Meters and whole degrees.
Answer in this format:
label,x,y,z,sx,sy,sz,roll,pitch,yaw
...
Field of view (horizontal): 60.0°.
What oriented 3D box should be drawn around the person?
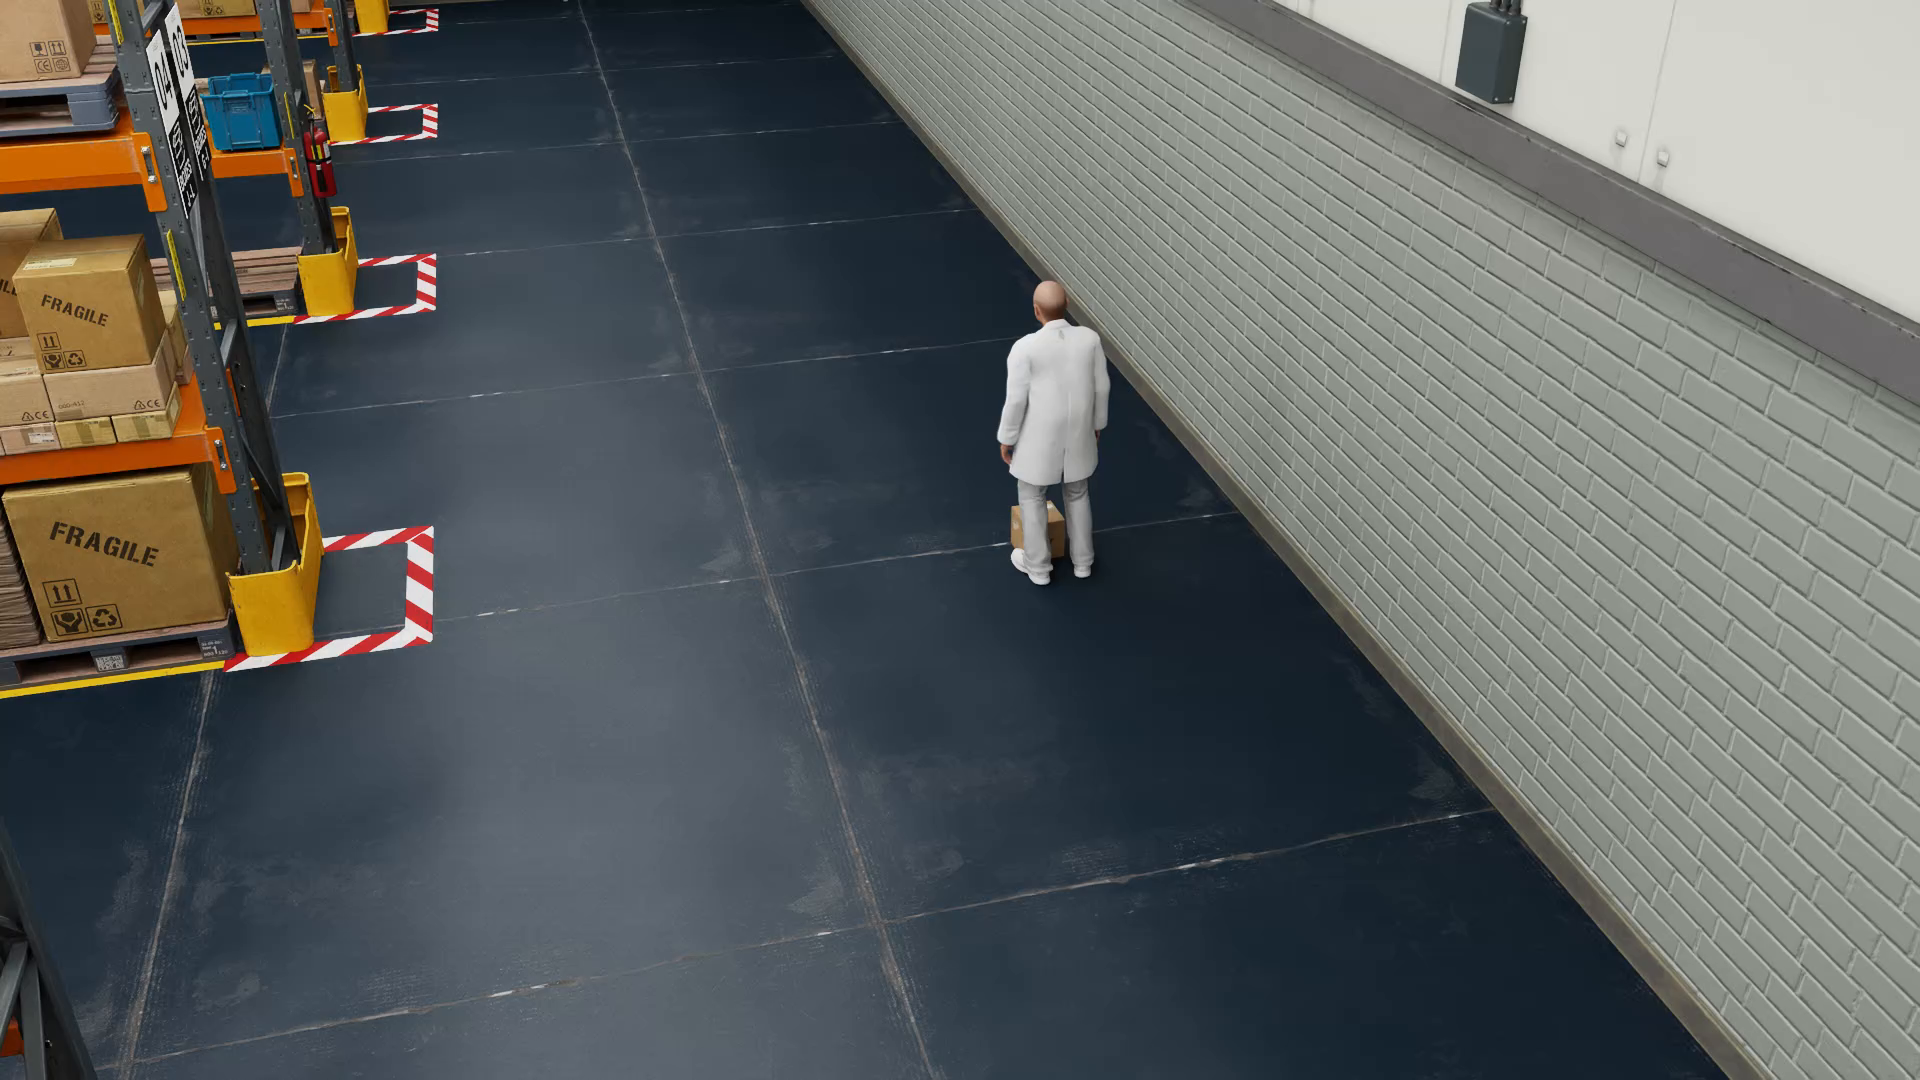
label,x,y,z,sx,sy,sz,roll,pitch,yaw
person,0.517,-0.591,9.289,0.653,1.774,0.424,-10,31,-16
